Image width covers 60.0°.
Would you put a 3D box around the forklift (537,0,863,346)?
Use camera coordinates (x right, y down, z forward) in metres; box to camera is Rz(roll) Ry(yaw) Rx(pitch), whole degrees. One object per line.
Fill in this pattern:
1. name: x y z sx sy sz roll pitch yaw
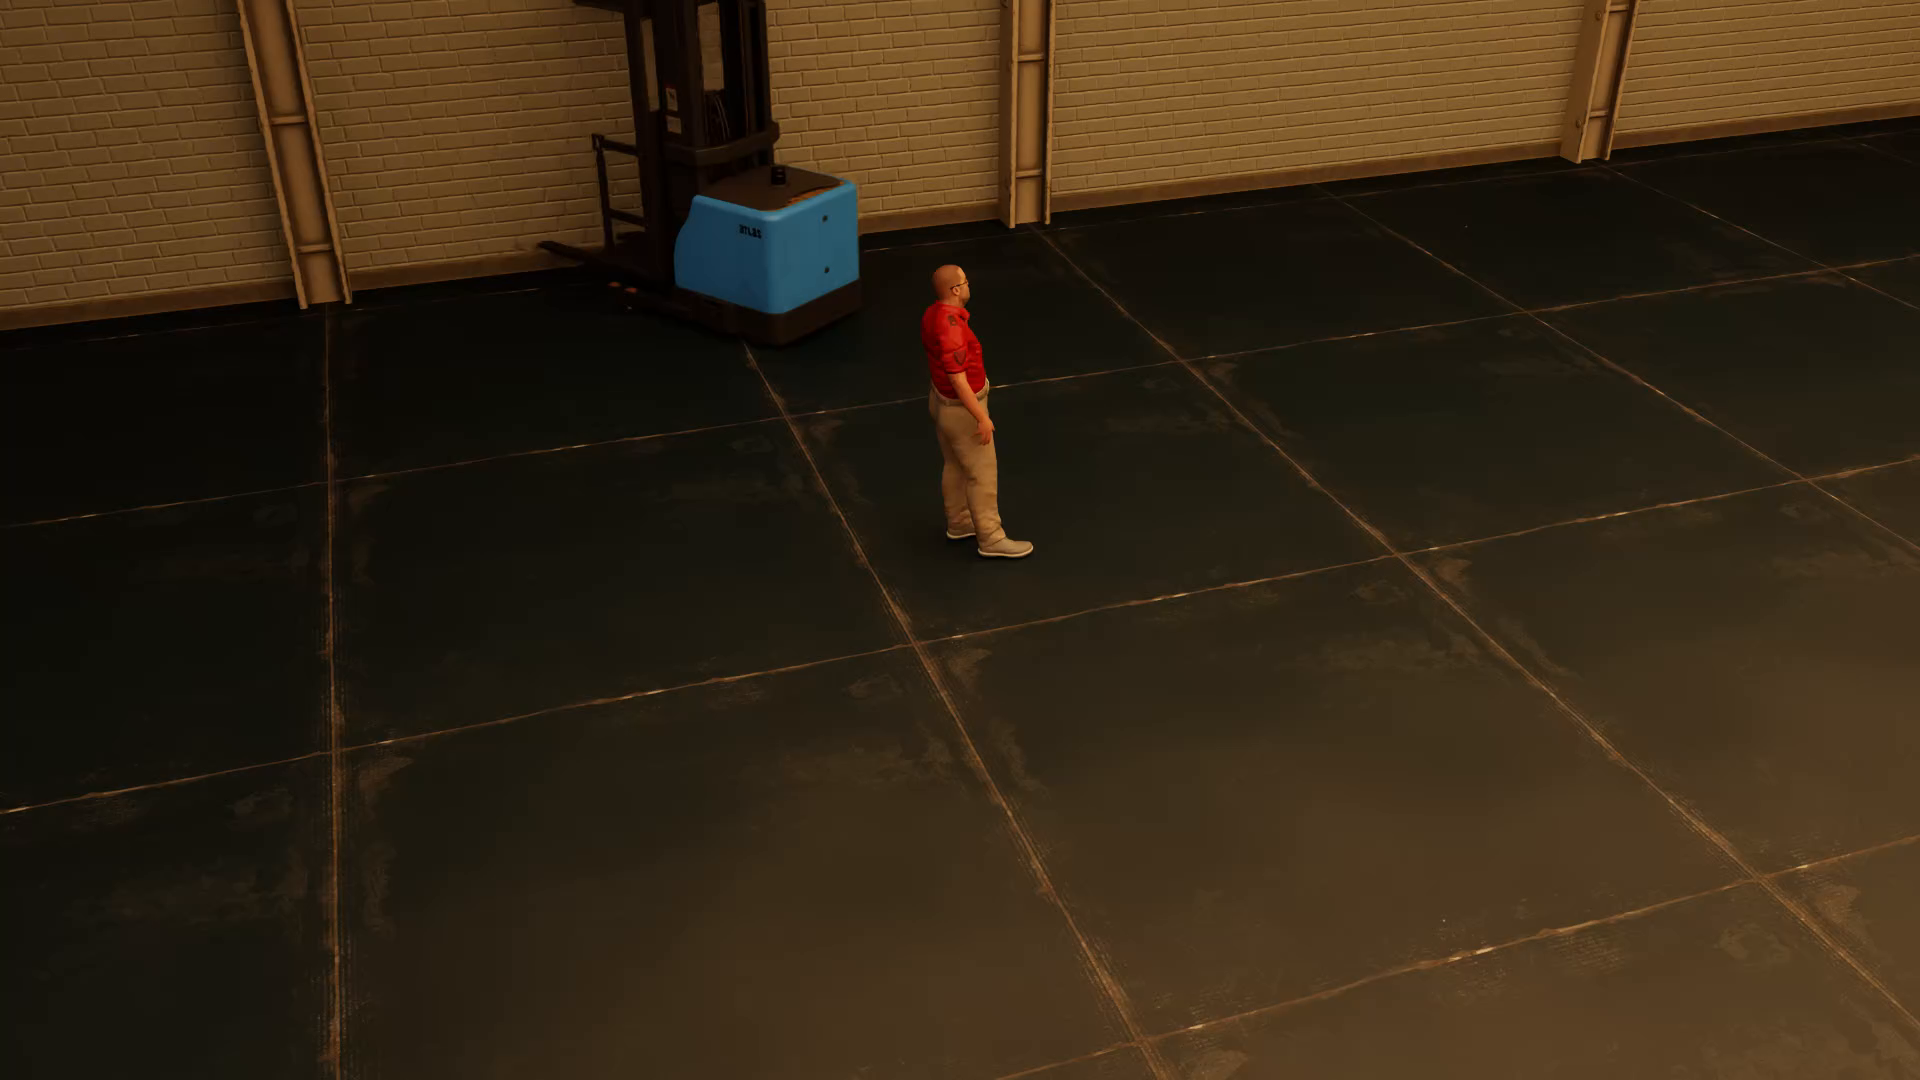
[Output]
1. forklift: -2.251 -3.301 12.823 3.031 2.935 1.130 20 36 31

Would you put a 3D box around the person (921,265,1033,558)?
1. person: 0.089 -0.764 9.606 0.551 1.727 0.640 -10 31 -16
